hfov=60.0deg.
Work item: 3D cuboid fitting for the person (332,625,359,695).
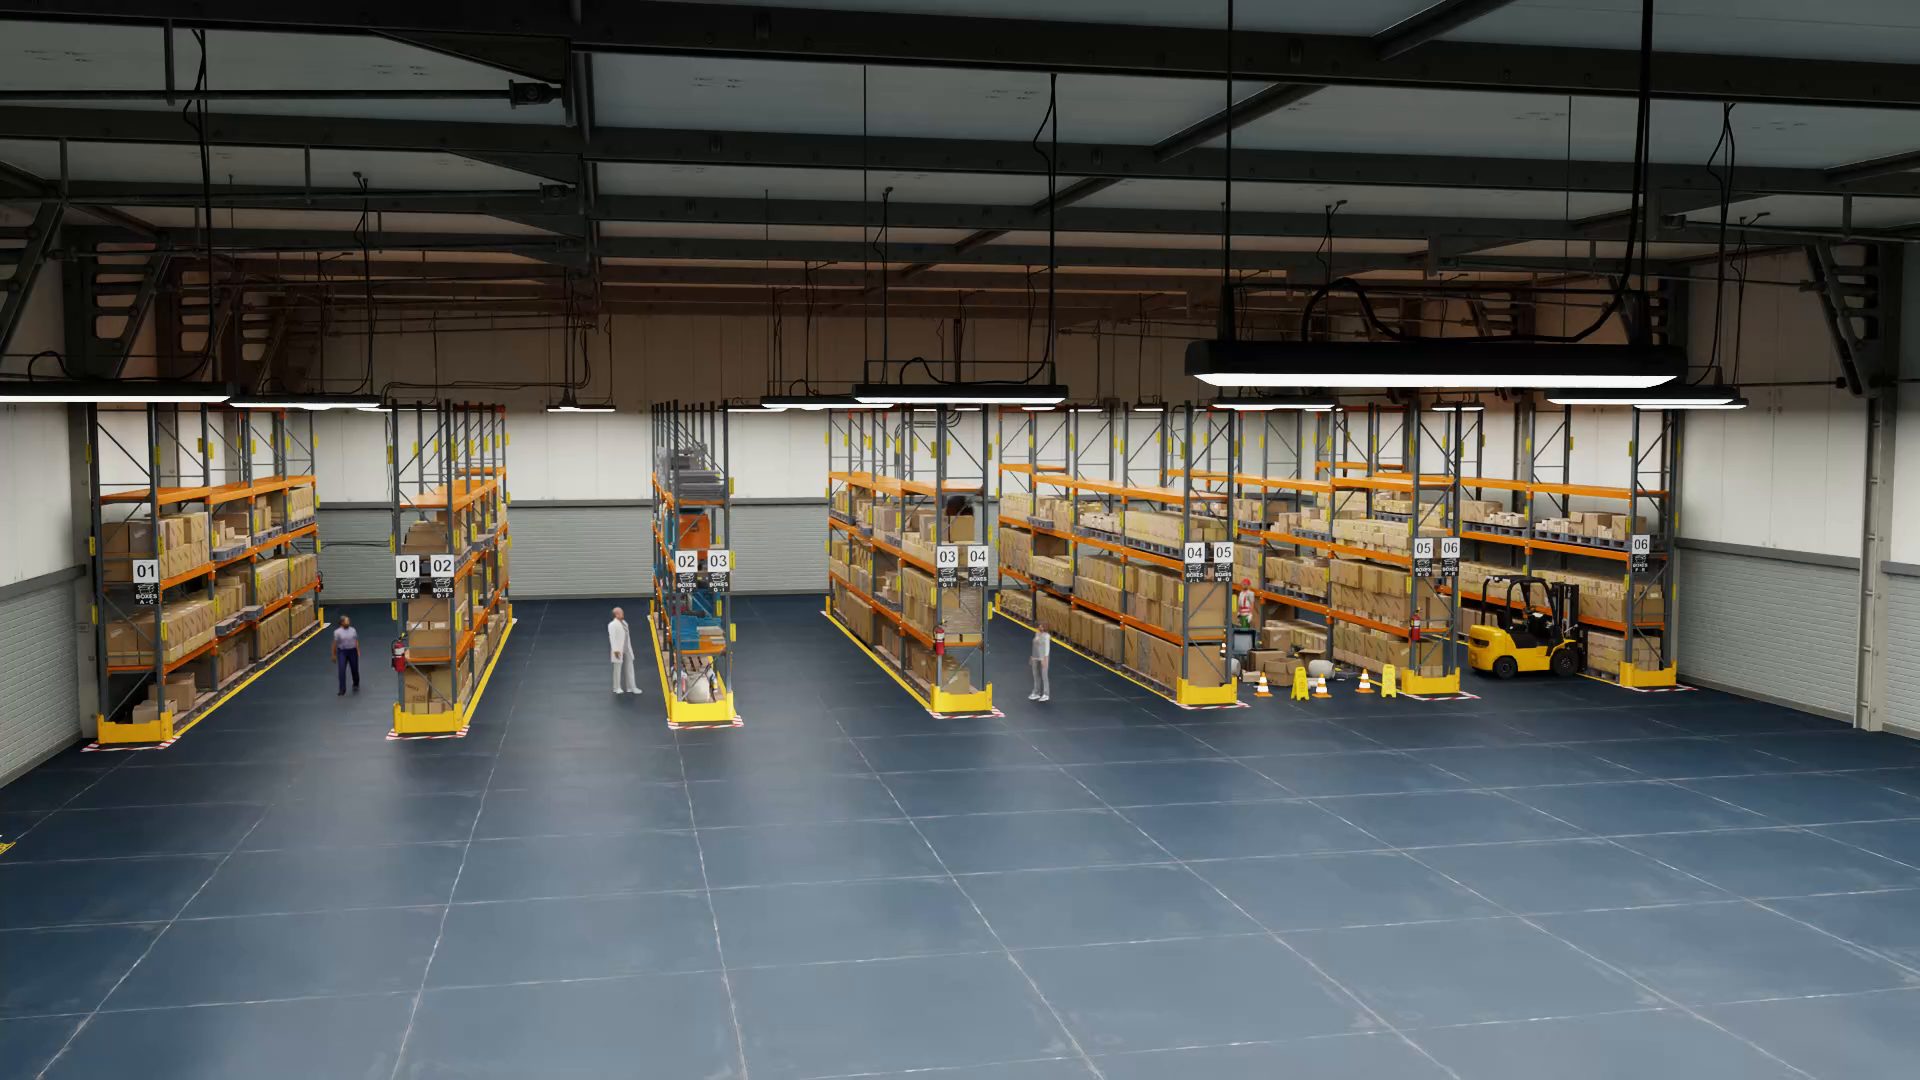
[{"bbox_3d":[-12.625,2.444,34.162,0.494,1.399,0.907,-1,5,-17],"label":"person"}]

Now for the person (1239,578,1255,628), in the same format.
[{"bbox_3d":[6.831,1.818,40.039,0.487,1.791,0.543,0,4,0],"label":"person"}]

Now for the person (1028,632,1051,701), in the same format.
[{"bbox_3d":[1.608,2.524,33.315,0.453,1.362,0.313,4,6,39],"label":"person"}]

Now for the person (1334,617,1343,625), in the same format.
[{"bbox_3d":[9.656,1.635,42.603,0.618,1.763,0.575,0,4,1],"label":"person"}]

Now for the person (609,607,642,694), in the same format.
[{"bbox_3d":[-6.894,2.276,34.094,0.660,1.779,0.594,4,6,44],"label":"person"}]
